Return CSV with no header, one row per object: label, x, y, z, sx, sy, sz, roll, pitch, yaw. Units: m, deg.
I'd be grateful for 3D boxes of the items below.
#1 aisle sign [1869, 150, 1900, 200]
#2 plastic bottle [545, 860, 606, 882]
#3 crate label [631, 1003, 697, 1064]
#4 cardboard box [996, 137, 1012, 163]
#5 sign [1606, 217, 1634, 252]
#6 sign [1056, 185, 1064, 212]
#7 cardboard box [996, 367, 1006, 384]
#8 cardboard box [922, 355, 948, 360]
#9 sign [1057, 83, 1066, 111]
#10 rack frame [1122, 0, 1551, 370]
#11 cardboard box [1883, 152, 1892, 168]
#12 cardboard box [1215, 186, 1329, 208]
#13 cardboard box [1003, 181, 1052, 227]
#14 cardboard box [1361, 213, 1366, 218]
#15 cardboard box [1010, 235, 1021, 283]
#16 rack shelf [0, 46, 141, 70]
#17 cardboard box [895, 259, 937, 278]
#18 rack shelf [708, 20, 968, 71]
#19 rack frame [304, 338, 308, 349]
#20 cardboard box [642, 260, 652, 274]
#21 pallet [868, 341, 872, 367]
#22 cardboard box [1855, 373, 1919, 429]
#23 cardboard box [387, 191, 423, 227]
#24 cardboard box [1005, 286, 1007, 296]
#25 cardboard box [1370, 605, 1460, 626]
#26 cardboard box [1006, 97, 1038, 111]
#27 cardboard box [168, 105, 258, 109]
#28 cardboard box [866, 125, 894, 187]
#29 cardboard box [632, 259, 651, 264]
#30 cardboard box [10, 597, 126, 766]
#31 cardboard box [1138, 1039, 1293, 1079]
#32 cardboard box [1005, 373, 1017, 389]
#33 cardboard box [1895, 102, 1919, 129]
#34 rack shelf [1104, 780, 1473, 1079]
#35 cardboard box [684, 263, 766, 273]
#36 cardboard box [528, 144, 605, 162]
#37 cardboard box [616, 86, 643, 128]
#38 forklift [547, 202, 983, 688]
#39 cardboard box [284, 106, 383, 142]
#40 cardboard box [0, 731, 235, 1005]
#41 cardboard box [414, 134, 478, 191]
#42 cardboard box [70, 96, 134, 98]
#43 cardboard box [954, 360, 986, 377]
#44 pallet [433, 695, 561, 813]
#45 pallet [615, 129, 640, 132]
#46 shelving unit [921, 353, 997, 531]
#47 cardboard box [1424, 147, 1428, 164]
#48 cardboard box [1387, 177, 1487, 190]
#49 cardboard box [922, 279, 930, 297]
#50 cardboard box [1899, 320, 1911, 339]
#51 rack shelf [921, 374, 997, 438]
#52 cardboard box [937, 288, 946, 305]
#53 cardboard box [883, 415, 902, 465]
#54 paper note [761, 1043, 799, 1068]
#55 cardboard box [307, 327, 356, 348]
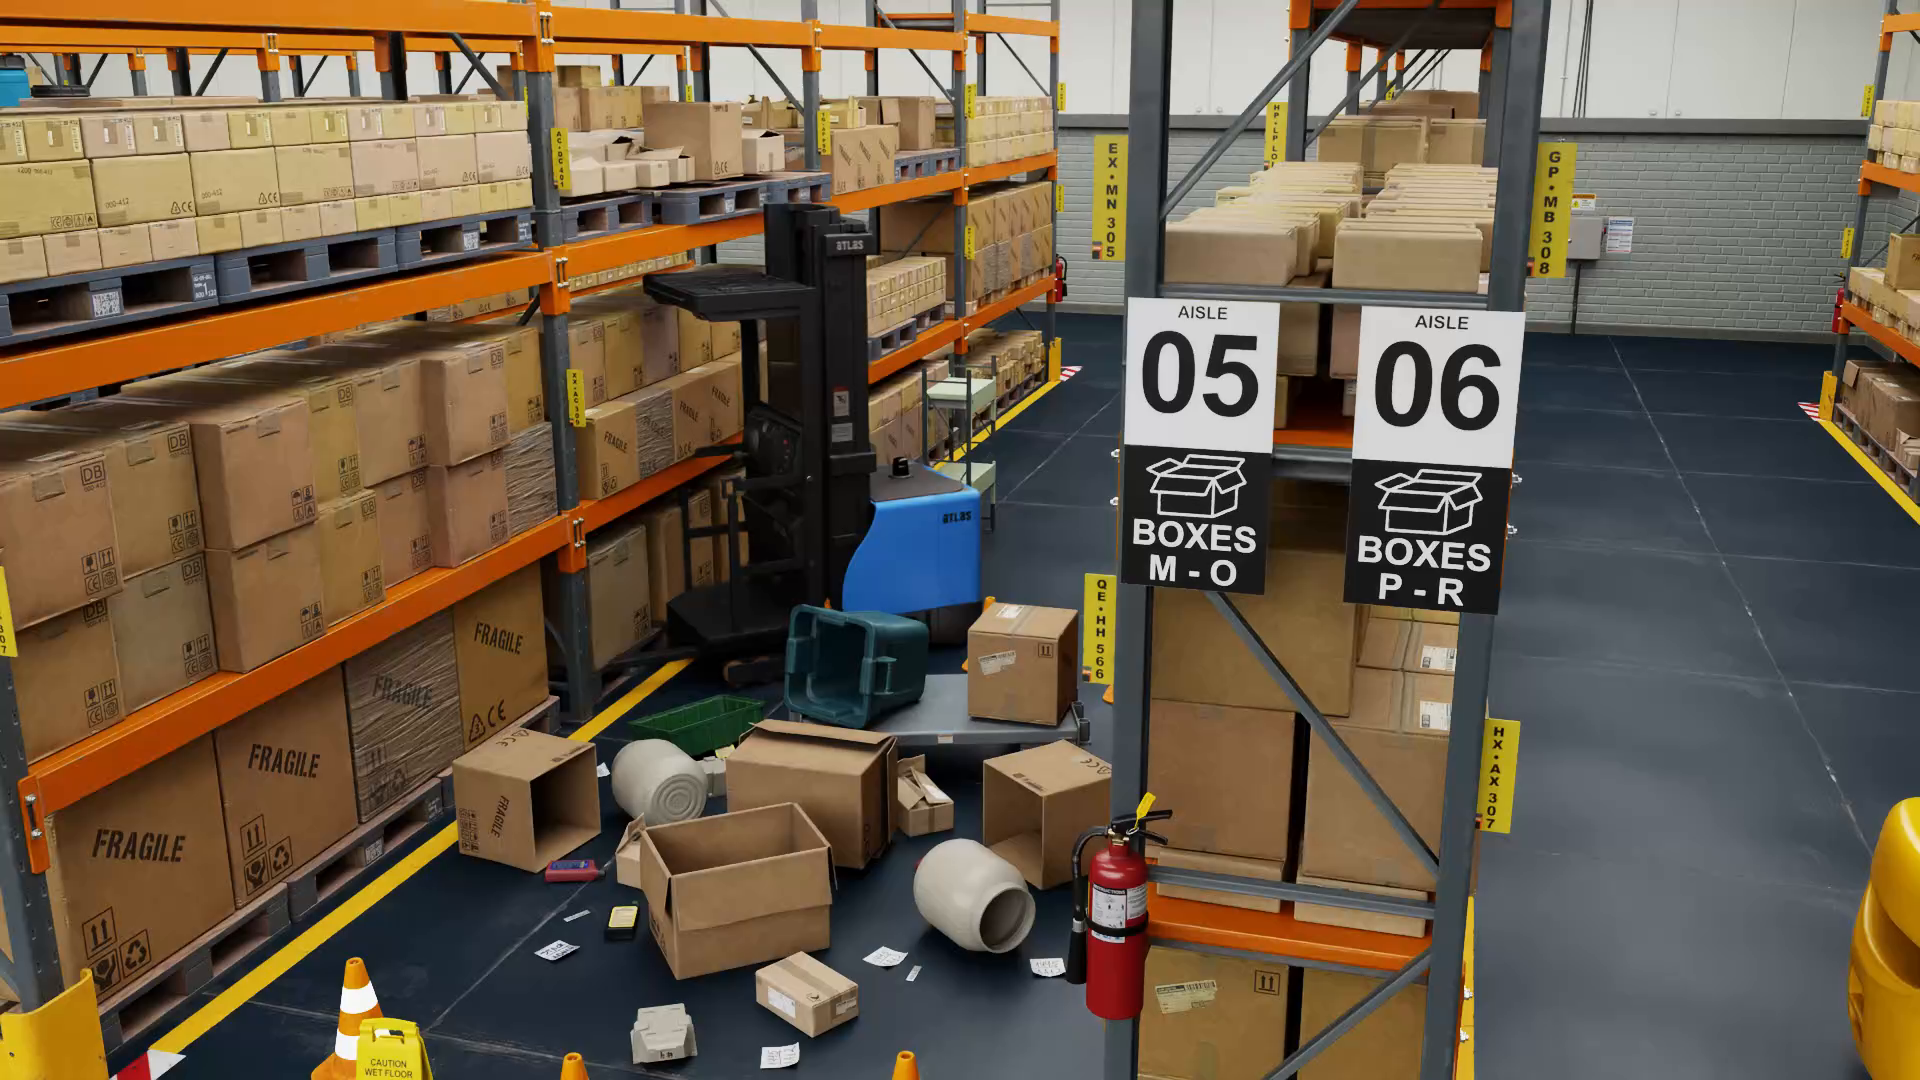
aisle sign,9.973,-4.081,17.956,0.394,0.787,0.004,5,16,16
plastic bottle,-1.857,1.604,8.064,0.283,0.061,0.133,-1,16,-3
crate label,-1.183,1.970,6.635,0.250,0.136,0.298,-4,16,-13
cardboard box,0.249,-4.222,17.997,0.500,0.250,0.500,5,17,18
sign,9.560,-4.420,24.088,0.329,0.494,0.001,5,16,16
sign,1.227,-4.192,20.410,0.100,0.325,0.005,5,16,16
cardboard box,0.307,-1.869,18.833,0.380,0.149,0.250,4,16,15
cardboard box,-0.349,-1.990,18.712,0.380,0.149,0.250,4,16,13
sign,1.227,-5.352,20.081,0.100,0.325,0.005,5,16,16
rack frame,0.928,-1.874,3.944,1.000,3.000,0.127,5,16,16
cardboard box,9.613,-3.853,16.879,0.380,0.149,0.250,5,17,17
cardboard box,1.145,-1.209,6.095,0.380,0.149,0.250,5,17,17
cardboard box,0.809,-4.064,20.100,0.500,0.500,0.500,4,16,15
cardboard box,1.385,-1.188,6.755,0.500,0.250,0.500,5,17,16
cardboard box,0.382,-3.187,18.841,0.500,0.500,0.500,5,17,19
rack shelf,-10.480,-5.104,17.384,1.077,0.370,4.000,5,16,16
cardboard box,-0.439,-2.661,16.315,0.380,0.149,0.250,4,16,14
rack shelf,-1.005,-4.309,14.581,1.077,0.370,4.000,5,16,16
rack frame,-6.300,-1.849,14.851,1.000,3.000,0.127,5,16,16
cardboard box,-4.101,-3.435,20.904,0.380,0.149,0.250,4,16,15
pallet,-1.473,-1.540,14.115,1.213,0.211,1.003,5,16,16
cardboard box,9.690,-1.416,17.135,0.700,0.500,0.500,5,17,18
cardboard box,-2.795,-1.578,7.906,0.380,0.149,0.250,5,17,17
cardboard box,0.317,-2.834,18.785,0.380,0.149,0.250,5,17,18
cardboard box,1.616,0.450,6.019,0.500,0.500,0.500,4,16,15
cardboard box,0.680,-5.023,19.172,0.380,0.149,0.250,5,17,17
cardboard box,-3.500,-1.945,7.740,0.380,0.149,0.250,5,16,16
cardboard box,-0.883,-3.320,14.359,0.500,0.500,0.500,5,16,16
cardboard box,-4.199,-3.600,20.753,0.500,0.250,0.500,4,16,14
cardboard box,-3.785,0.482,6.357,0.875,0.550,0.550,5,16,16
cardboard box,0.907,1.895,5.922,0.500,0.250,0.500,5,16,16
cardboard box,0.450,-1.863,19.355,0.380,0.149,0.250,5,17,17
cardboard box,9.576,-4.183,16.398,0.500,0.250,0.500,4,16,15
rack shelf,1.496,0.835,6.706,1.077,0.370,4.000,5,16,16
cardboard box,-1.710,-1.850,12.840,0.700,0.500,0.500,5,16,16
cardboard box,-2.570,-2.353,10.452,0.500,0.250,0.500,4,16,15
cardboard box,-4.398,-5.405,20.756,0.700,0.500,0.500,4,16,14
forklift,-1.395,-0.640,10.714,3.031,2.935,1.130,-8,18,-26
cardboard box,-2.868,-1.897,7.569,0.380,0.149,0.250,4,16,15
cardboard box,-3.717,1.293,6.899,0.875,0.875,0.875,5,17,16
cardboard box,-2.748,-1.875,8.221,0.500,0.250,0.500,5,16,16
cardboard box,-6.828,-3.345,13.530,0.500,0.500,0.500,5,17,16
cardboard box,0.072,-1.883,18.334,0.380,0.149,0.250,4,16,14
pallet,-3.001,1.143,9.413,1.003,0.211,1.213,5,16,16
pallet,-4.572,-4.827,20.017,1.003,0.211,1.213,5,16,16
shelving unit,-0.002,-0.720,13.619,0.431,1.500,0.755,5,16,16
cardboard box,2.795,-2.172,10.304,0.797,0.503,0.637,5,16,16
cardboard box,1.903,-1.366,6.651,0.380,0.149,0.250,4,16,15
cardboard box,-0.507,-2.456,16.135,0.380,0.149,0.250,5,17,18
cardboard box,9.197,-2.000,15.845,0.380,0.149,0.250,4,16,15
rack shelf,-0.002,-1.095,13.512,0.431,0.370,0.720,5,16,16
cardboard box,-0.359,-2.446,16.648,0.380,0.149,0.250,4,16,15
cardboard box,-0.847,-0.869,15.208,0.500,0.500,0.500,4,16,14
paper note,-0.712,2.039,6.584,0.148,0.019,0.142,-1,16,-3
cardboard box,-5.901,-2.003,15.211,0.500,0.500,0.500,5,17,18
